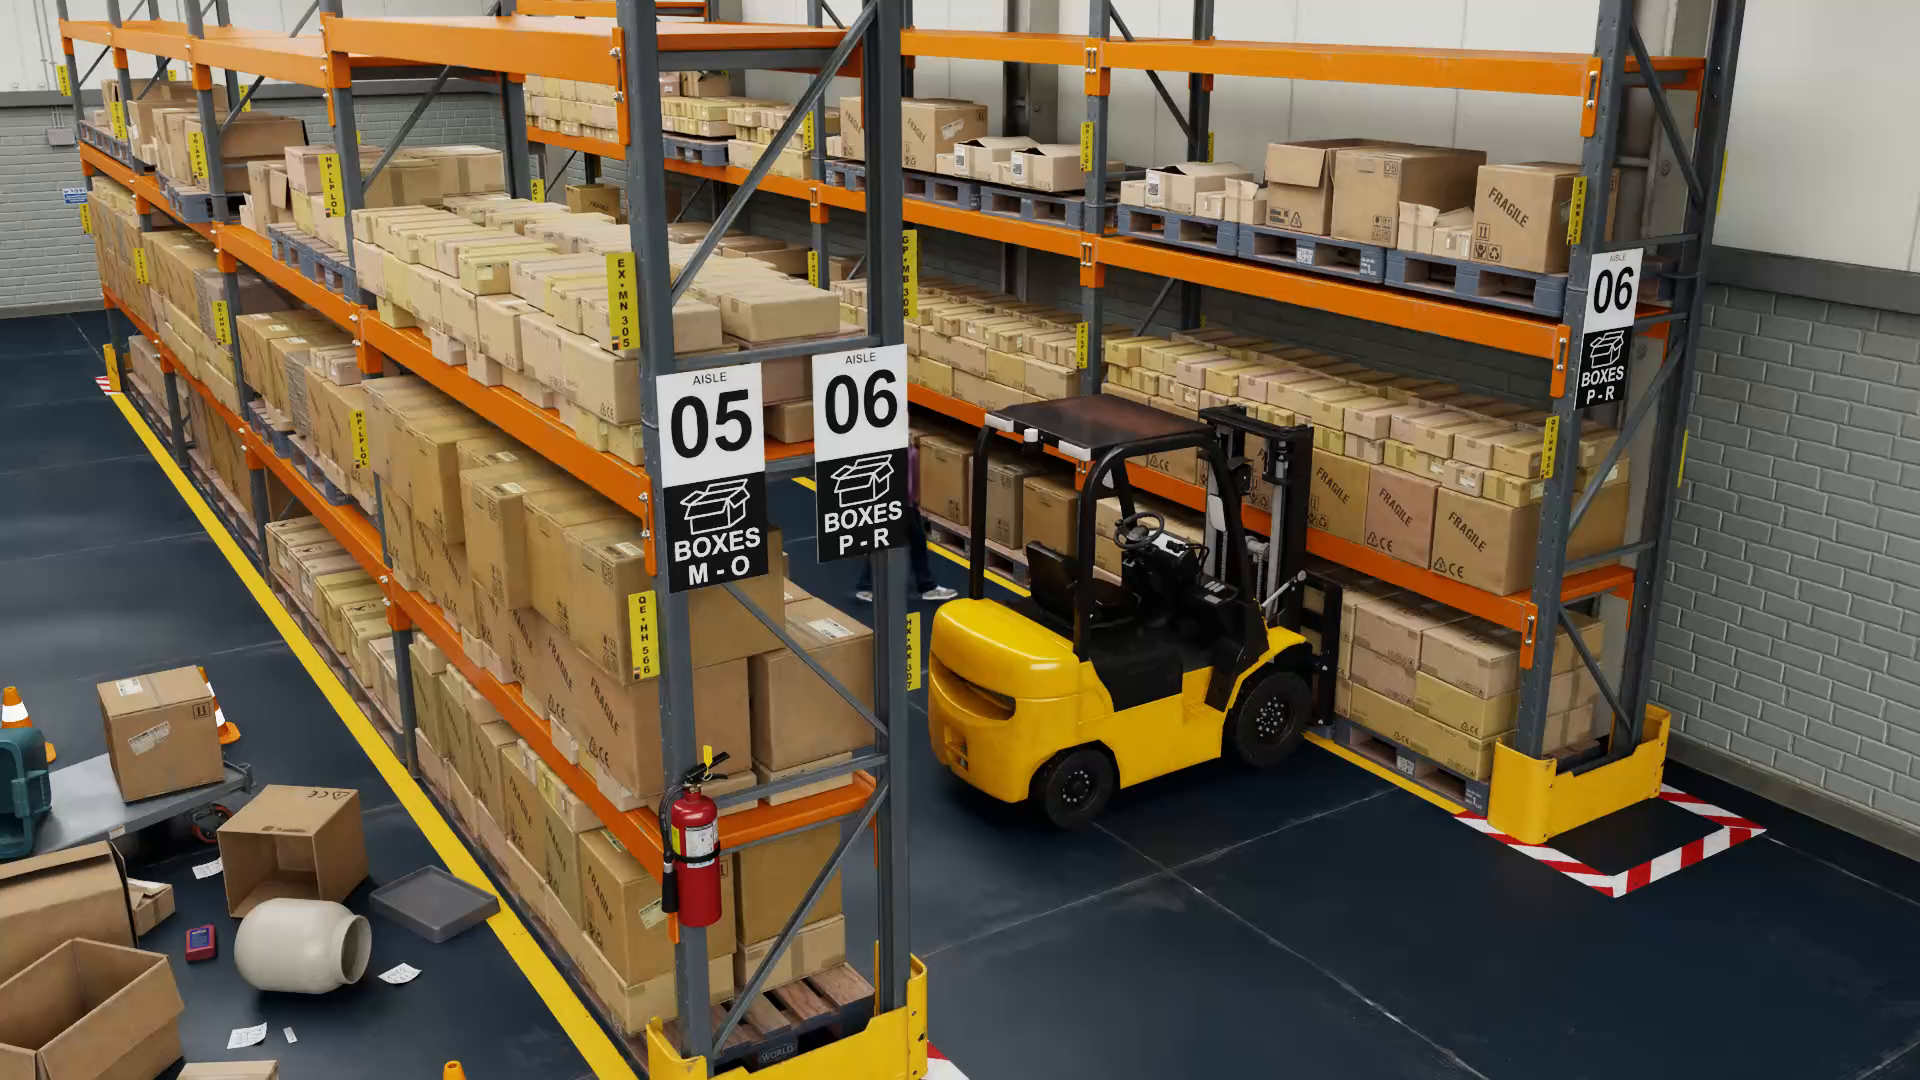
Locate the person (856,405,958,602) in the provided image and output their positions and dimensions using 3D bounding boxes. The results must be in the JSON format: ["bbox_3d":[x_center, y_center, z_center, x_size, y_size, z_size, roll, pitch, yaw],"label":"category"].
[{"bbox_3d":[-0.410,-0.269,12.375,0.764,1.563,0.421,3,19,8],"label":"person"}]
